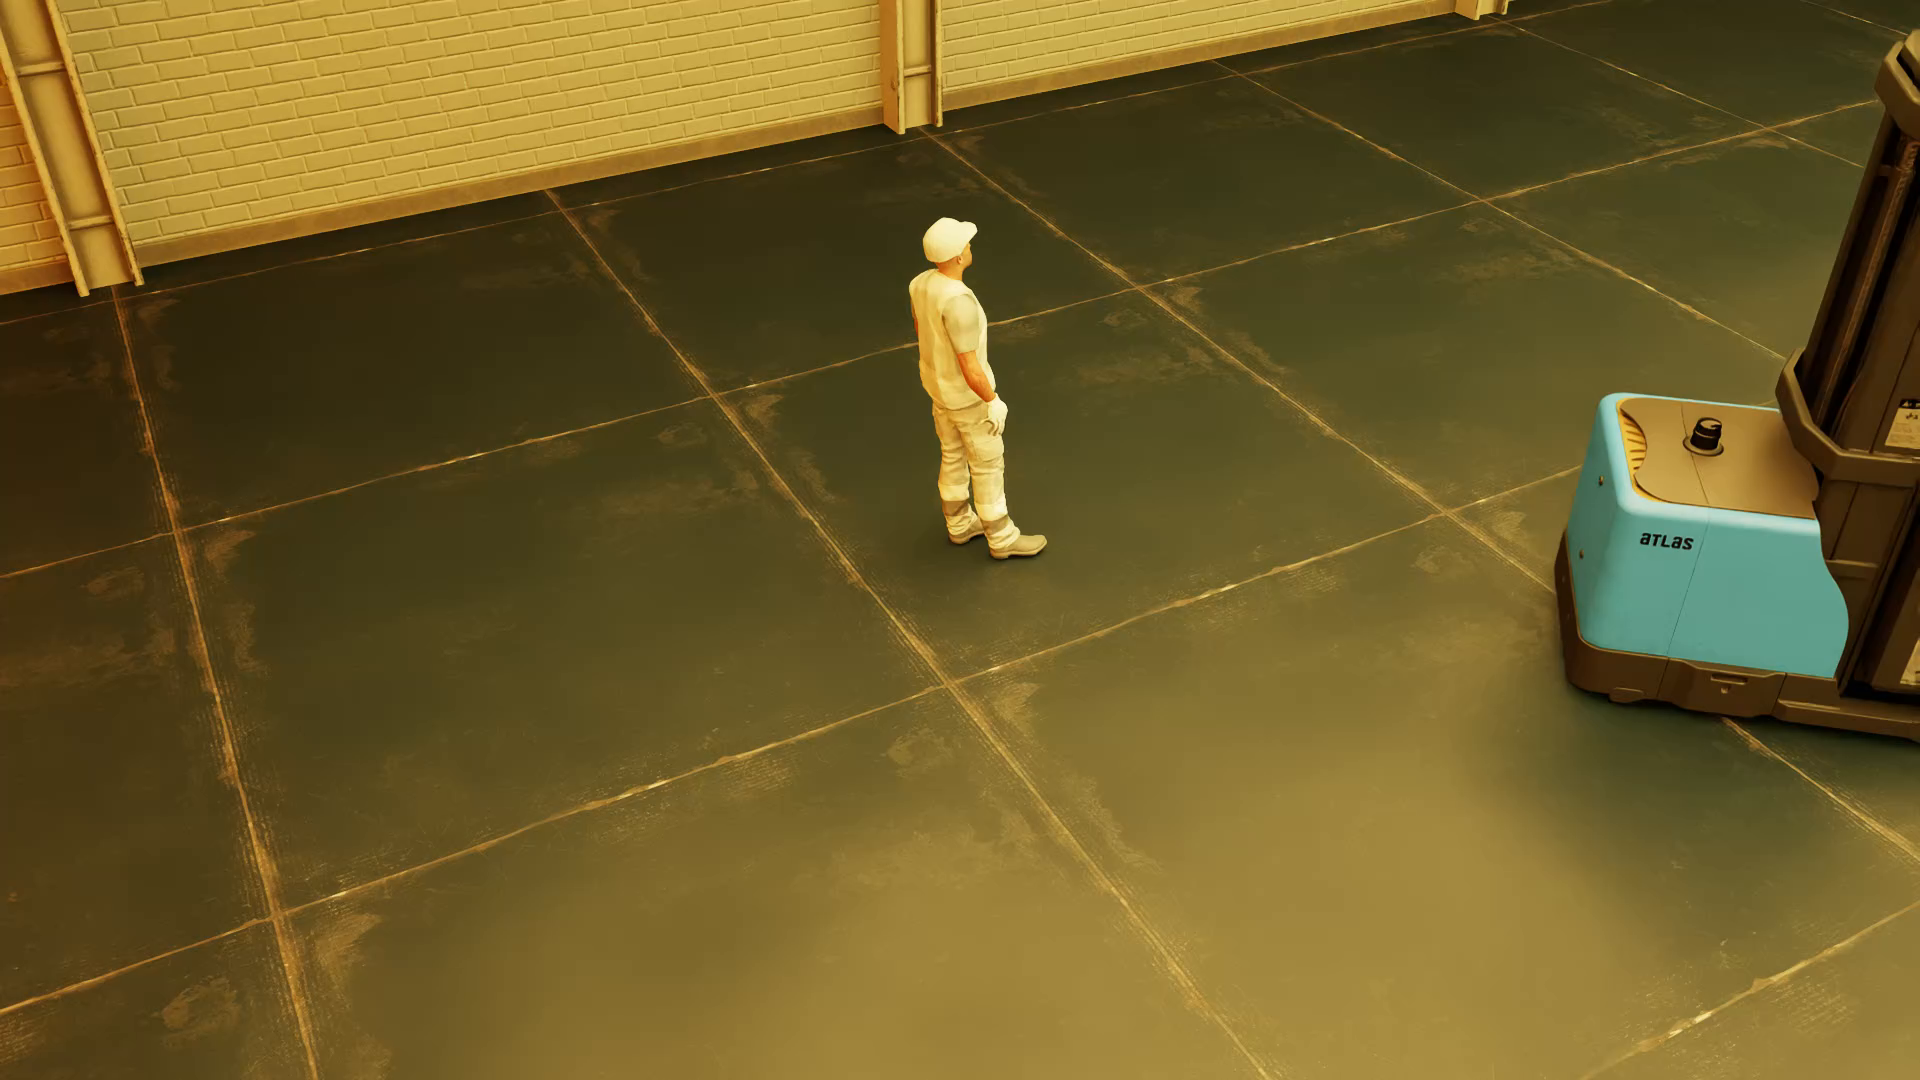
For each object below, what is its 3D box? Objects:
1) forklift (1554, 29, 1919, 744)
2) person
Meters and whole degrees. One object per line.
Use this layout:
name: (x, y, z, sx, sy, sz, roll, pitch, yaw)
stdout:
forklift: (4.366, -0.569, 6.928, 3.031, 2.935, 1.130, 7, 36, 10)
person: (0.077, -0.752, 8.164, 0.562, 1.790, 0.637, -17, 39, -23)
